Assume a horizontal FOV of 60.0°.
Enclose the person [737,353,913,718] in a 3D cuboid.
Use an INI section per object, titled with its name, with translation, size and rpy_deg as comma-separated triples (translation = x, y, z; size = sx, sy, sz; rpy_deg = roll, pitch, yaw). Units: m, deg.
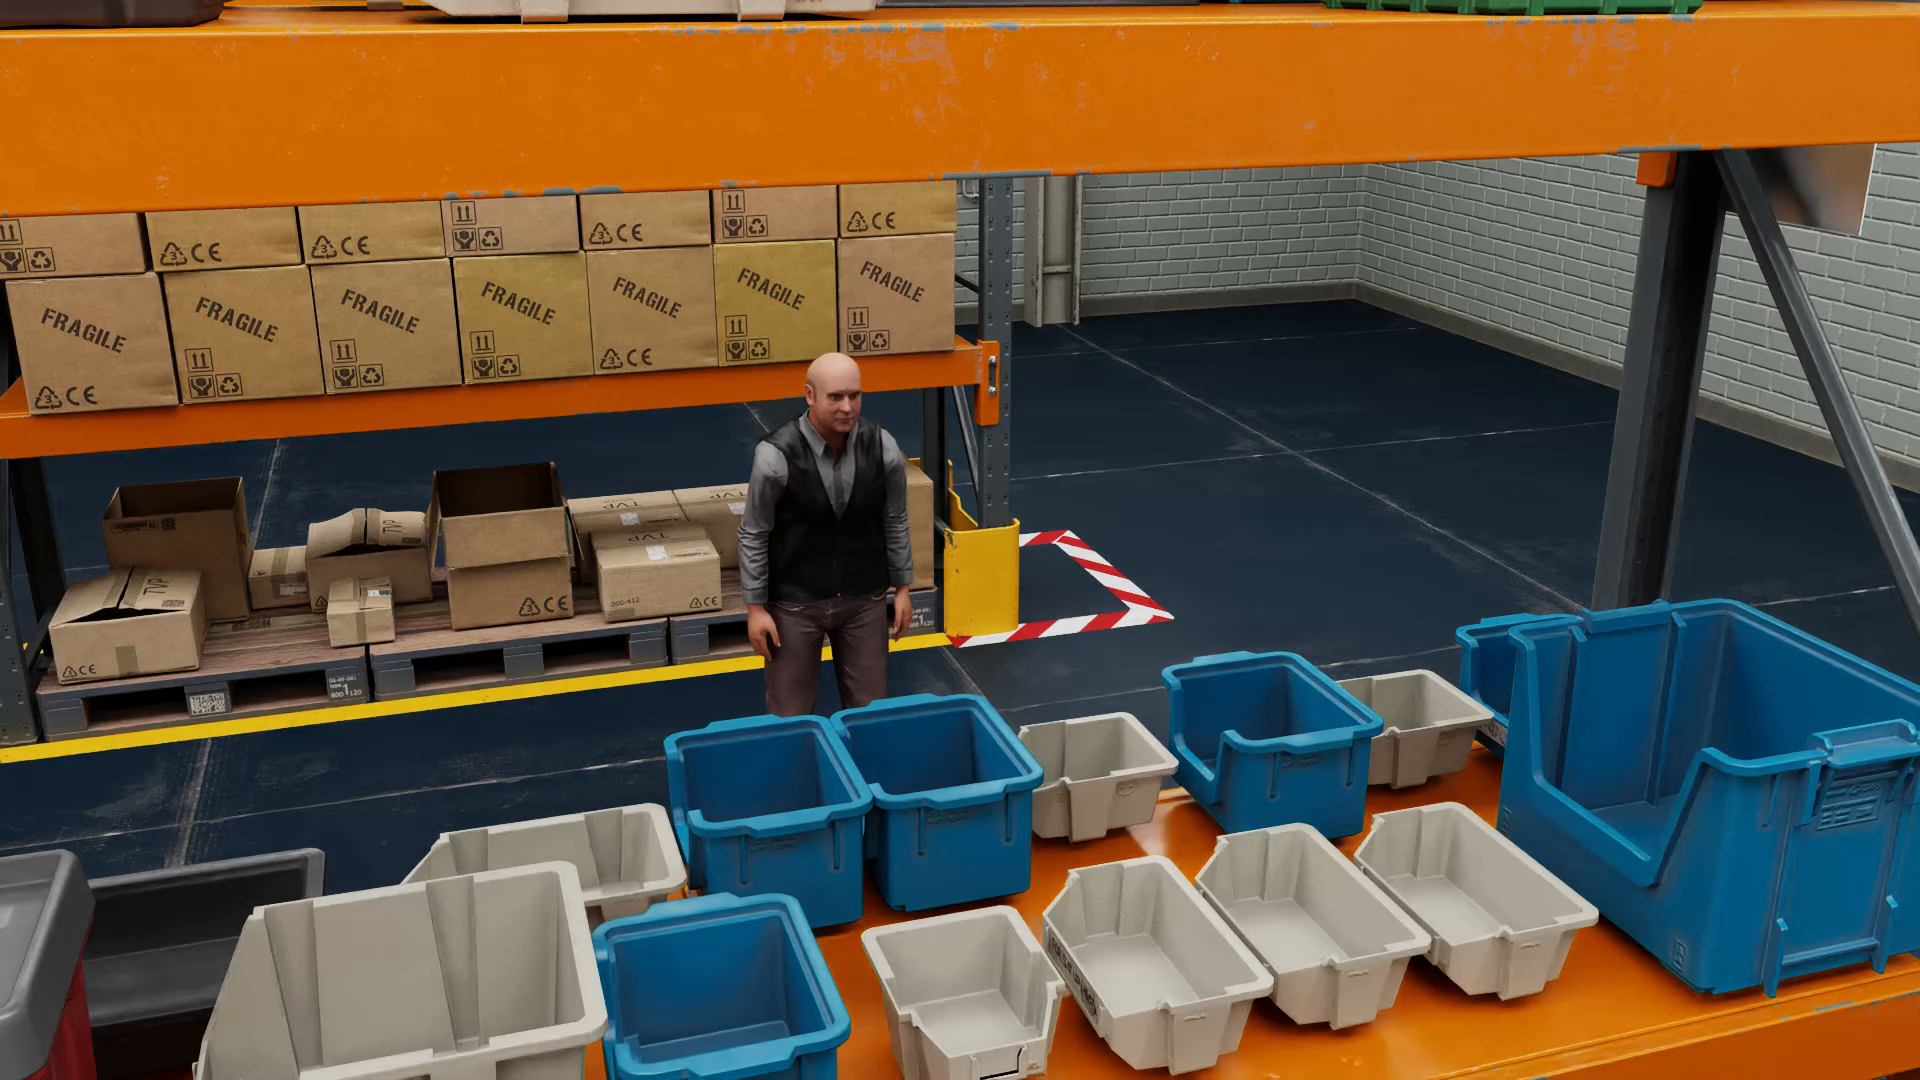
[person]
translation = -0.428, 0.224, 5.456
size = 0.594, 1.721, 0.471
rpy_deg = -7, 20, -20
